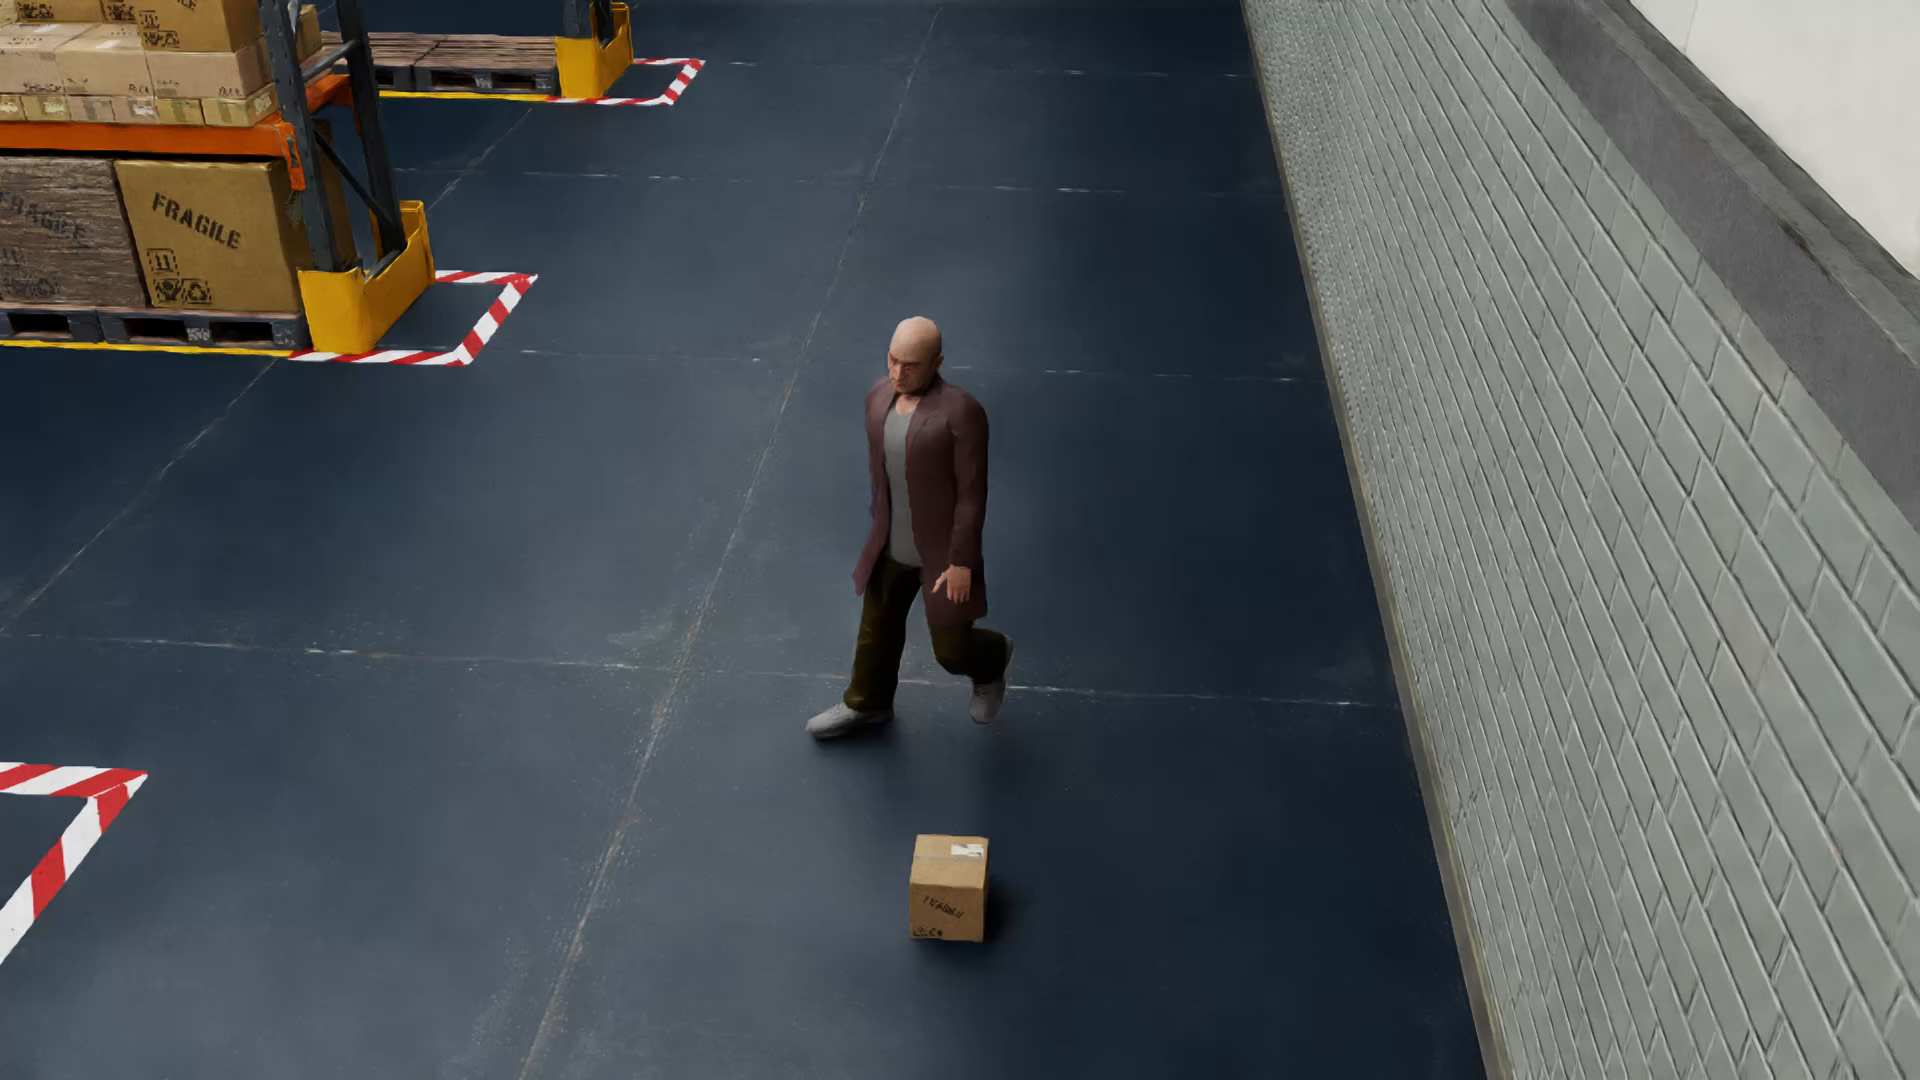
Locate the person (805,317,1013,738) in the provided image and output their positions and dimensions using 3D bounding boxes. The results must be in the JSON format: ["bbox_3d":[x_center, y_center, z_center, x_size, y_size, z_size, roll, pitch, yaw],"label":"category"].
[{"bbox_3d":[-0.136,-0.019,6.148,0.698,1.770,0.703,22,38,31],"label":"person"}]
